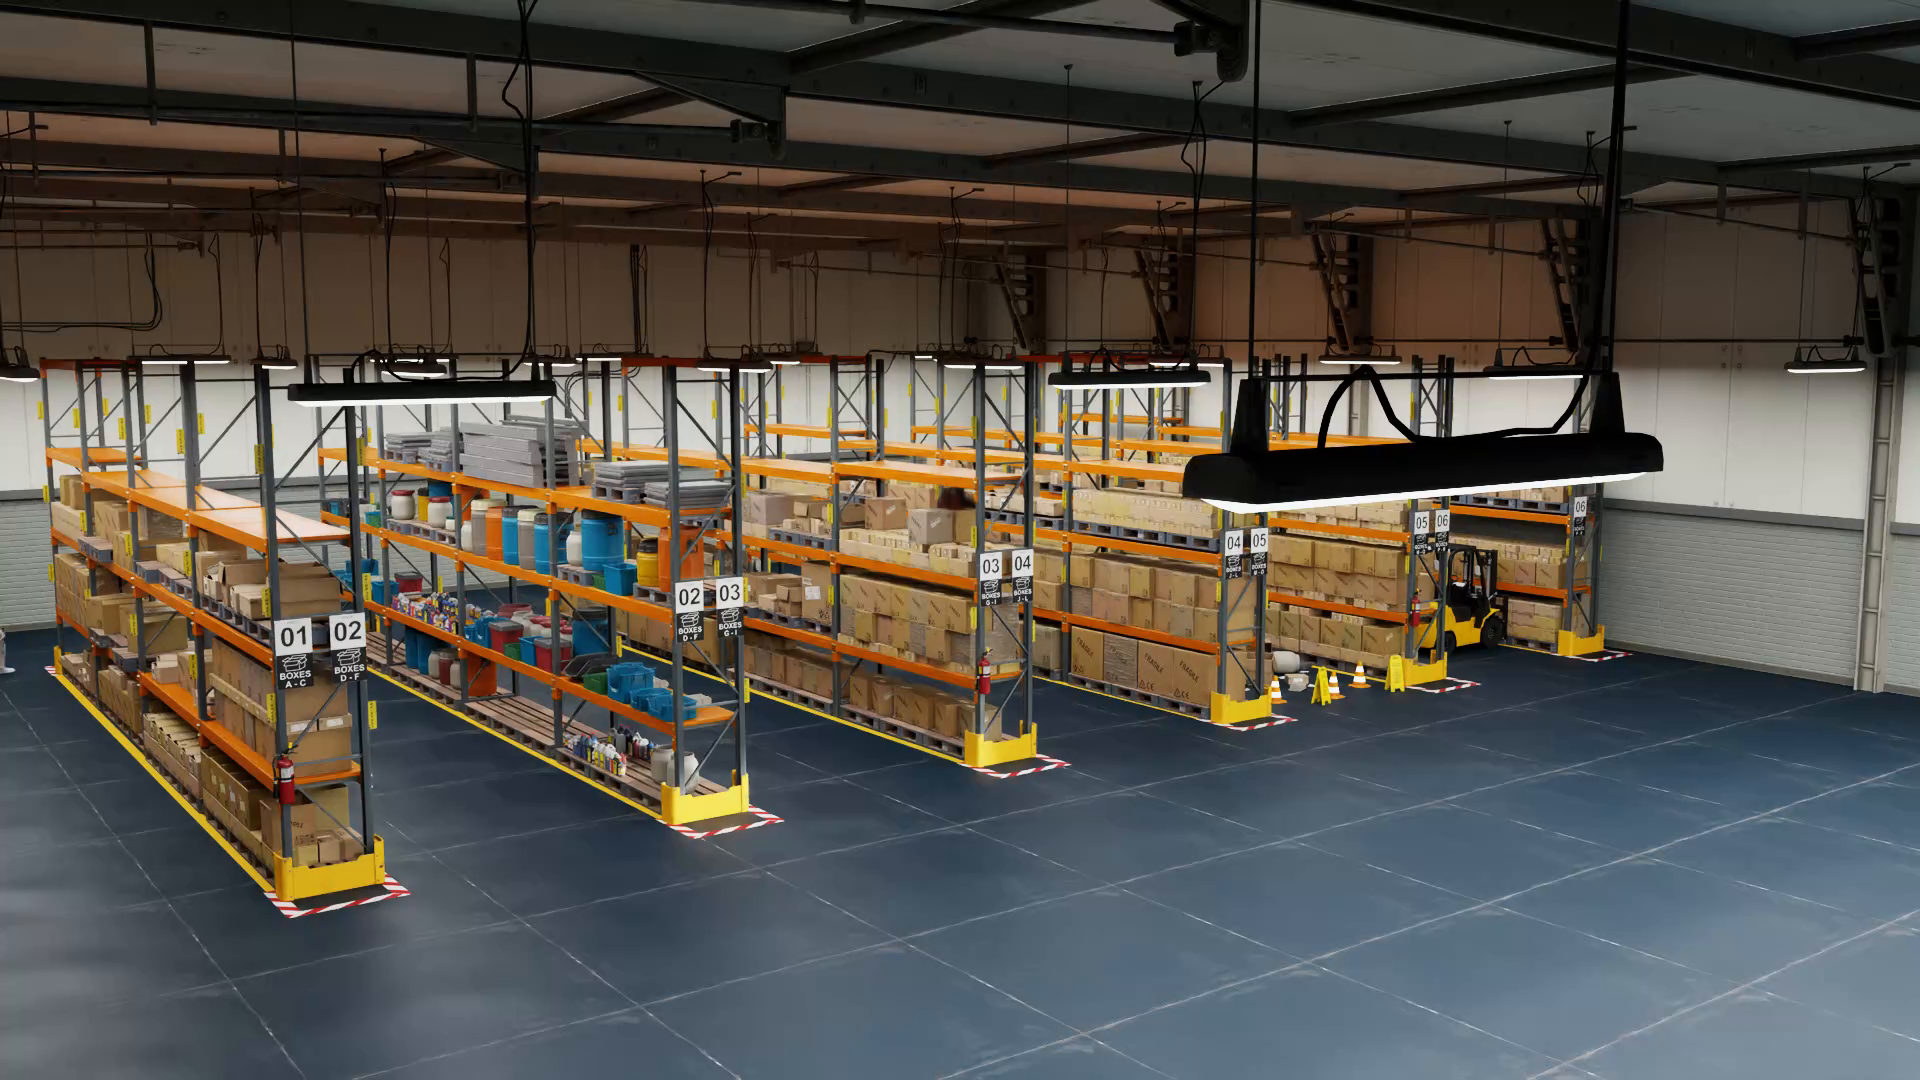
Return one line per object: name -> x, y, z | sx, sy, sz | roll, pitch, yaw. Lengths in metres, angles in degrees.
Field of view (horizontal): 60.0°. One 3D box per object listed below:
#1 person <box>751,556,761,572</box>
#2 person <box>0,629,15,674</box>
person -> -5.142, 0.445, 41.718 | 0.654, 1.793, 0.421 | 2, 7, 18
person -> -18.389, 1.689, 31.587 | 0.660, 1.759, 0.654 | -5, 8, -36
